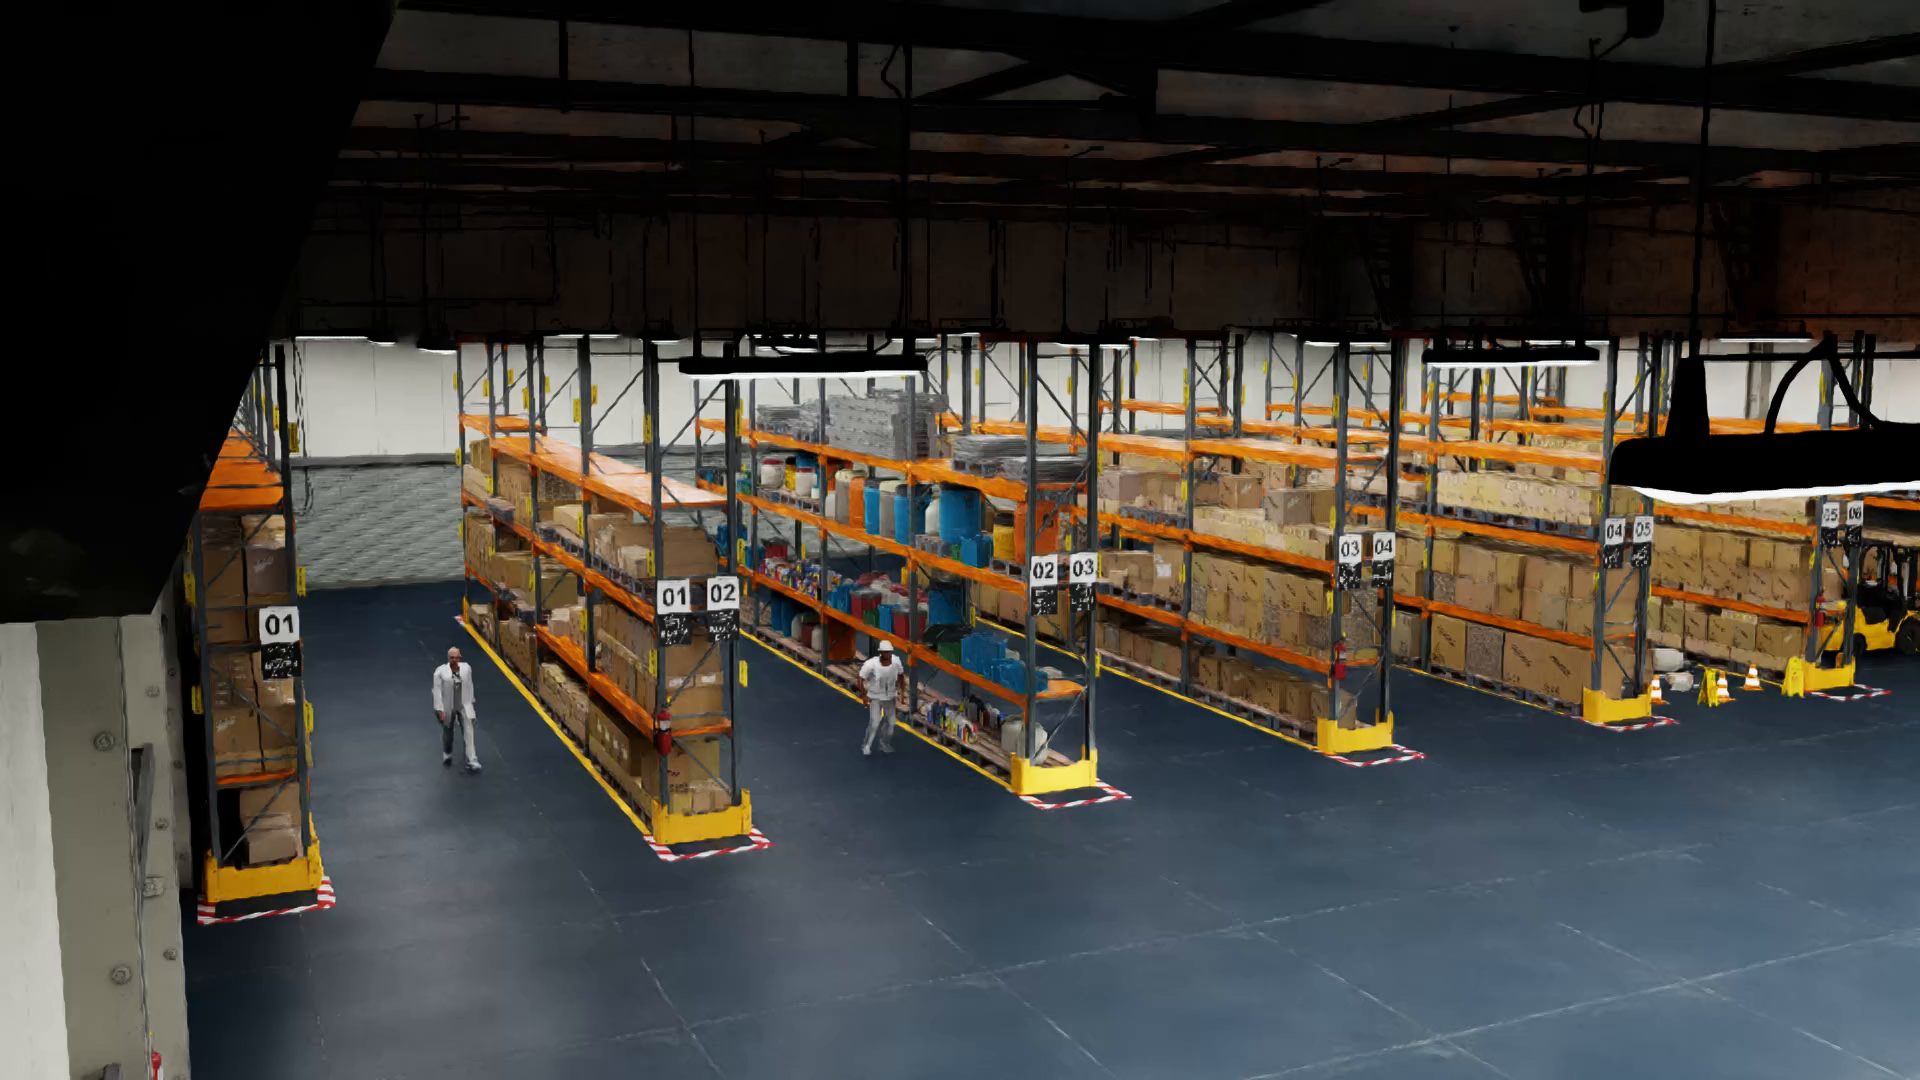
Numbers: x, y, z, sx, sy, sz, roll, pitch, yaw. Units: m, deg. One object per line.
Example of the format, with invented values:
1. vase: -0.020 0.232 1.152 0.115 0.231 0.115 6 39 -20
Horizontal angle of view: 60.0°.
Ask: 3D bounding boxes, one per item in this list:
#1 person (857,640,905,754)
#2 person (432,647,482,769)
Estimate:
1. person: -1.124 2.265 23.996 0.719 1.714 0.578 -4 9 -25
2. person: -7.082 2.329 23.337 0.601 1.694 1.187 -4 9 -26
